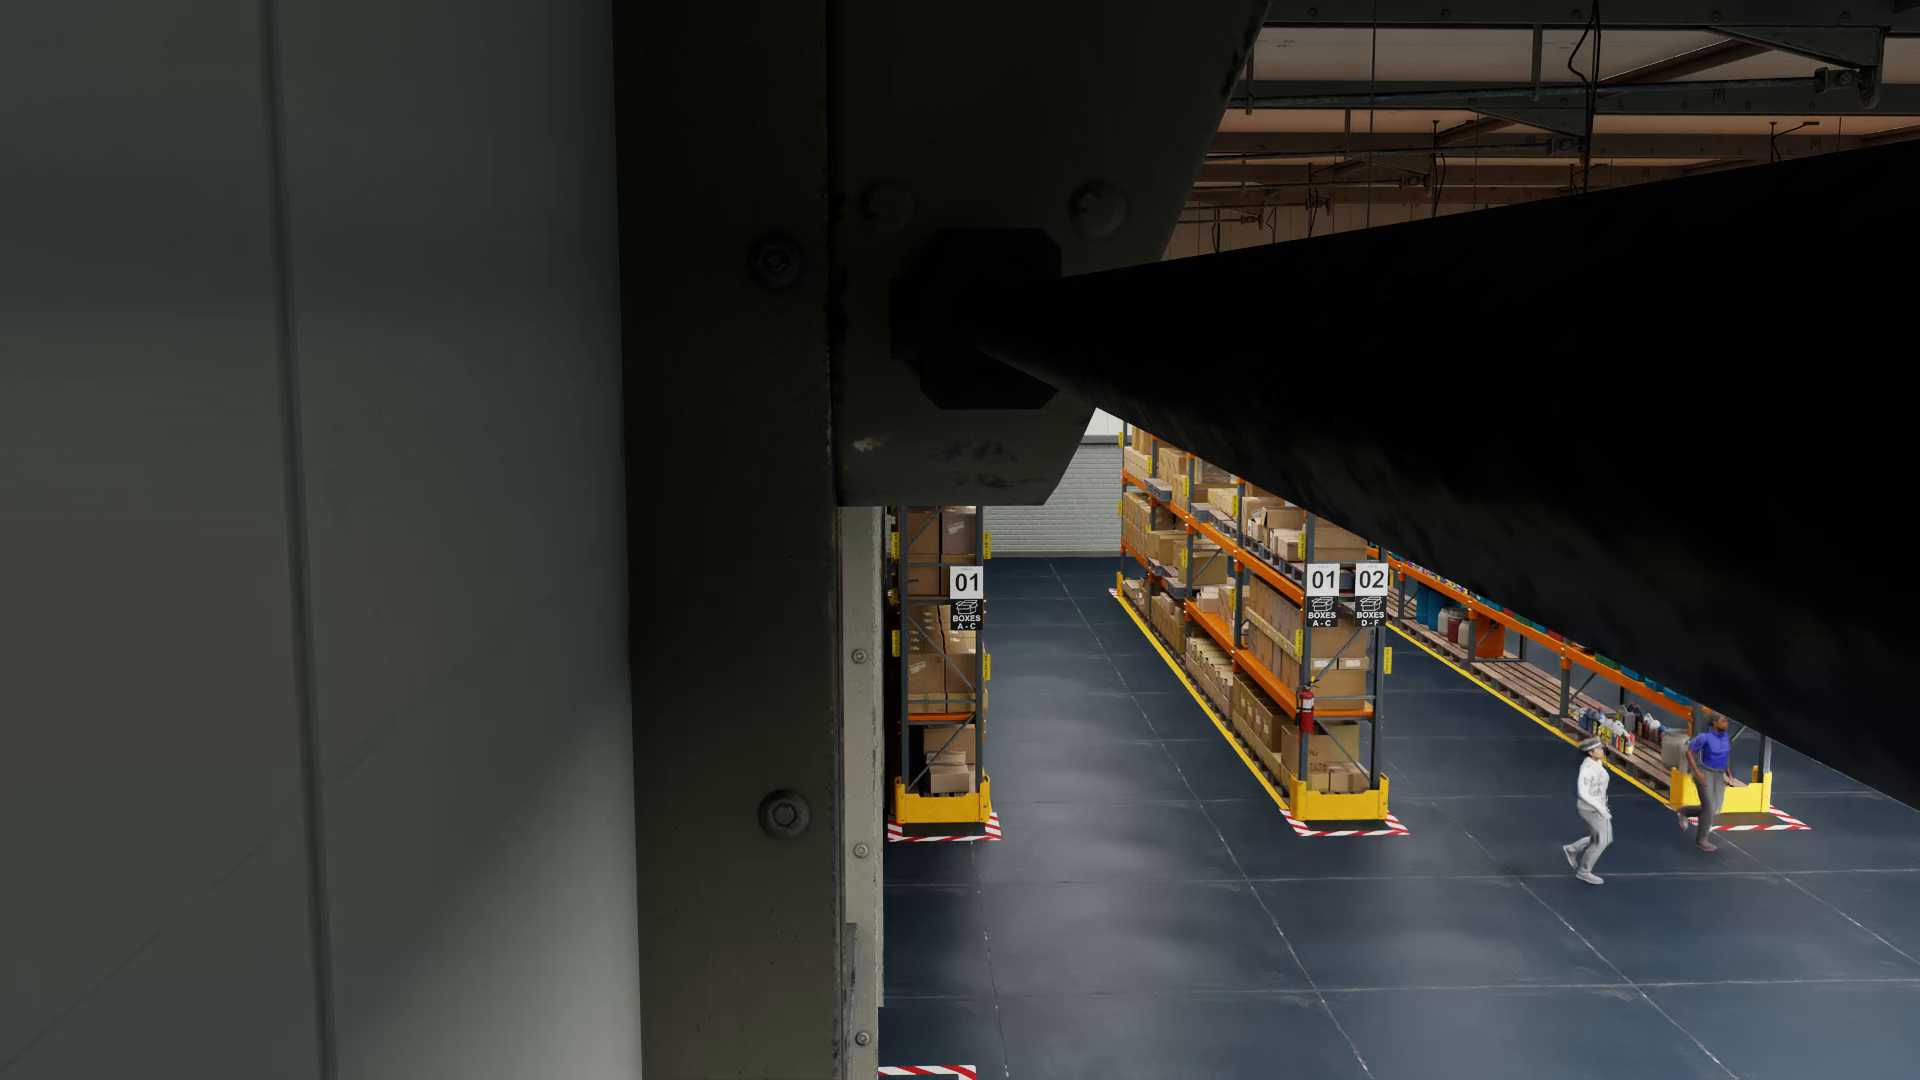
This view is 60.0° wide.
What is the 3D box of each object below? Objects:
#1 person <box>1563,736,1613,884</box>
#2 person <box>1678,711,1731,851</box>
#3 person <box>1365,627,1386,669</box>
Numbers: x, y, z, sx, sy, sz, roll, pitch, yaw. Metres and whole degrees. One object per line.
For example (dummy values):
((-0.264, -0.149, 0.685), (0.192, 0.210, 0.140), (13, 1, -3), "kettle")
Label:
((6.940, 2.954, 18.351), (0.508, 1.667, 0.619), (4, 9, 29), "person")
((8.852, 2.804, 19.641), (0.621, 1.591, 0.663), (-3, 9, -23), "person")
((7.092, 1.491, 28.627), (0.590, 1.740, 0.726), (-1, 8, -9), "person")
